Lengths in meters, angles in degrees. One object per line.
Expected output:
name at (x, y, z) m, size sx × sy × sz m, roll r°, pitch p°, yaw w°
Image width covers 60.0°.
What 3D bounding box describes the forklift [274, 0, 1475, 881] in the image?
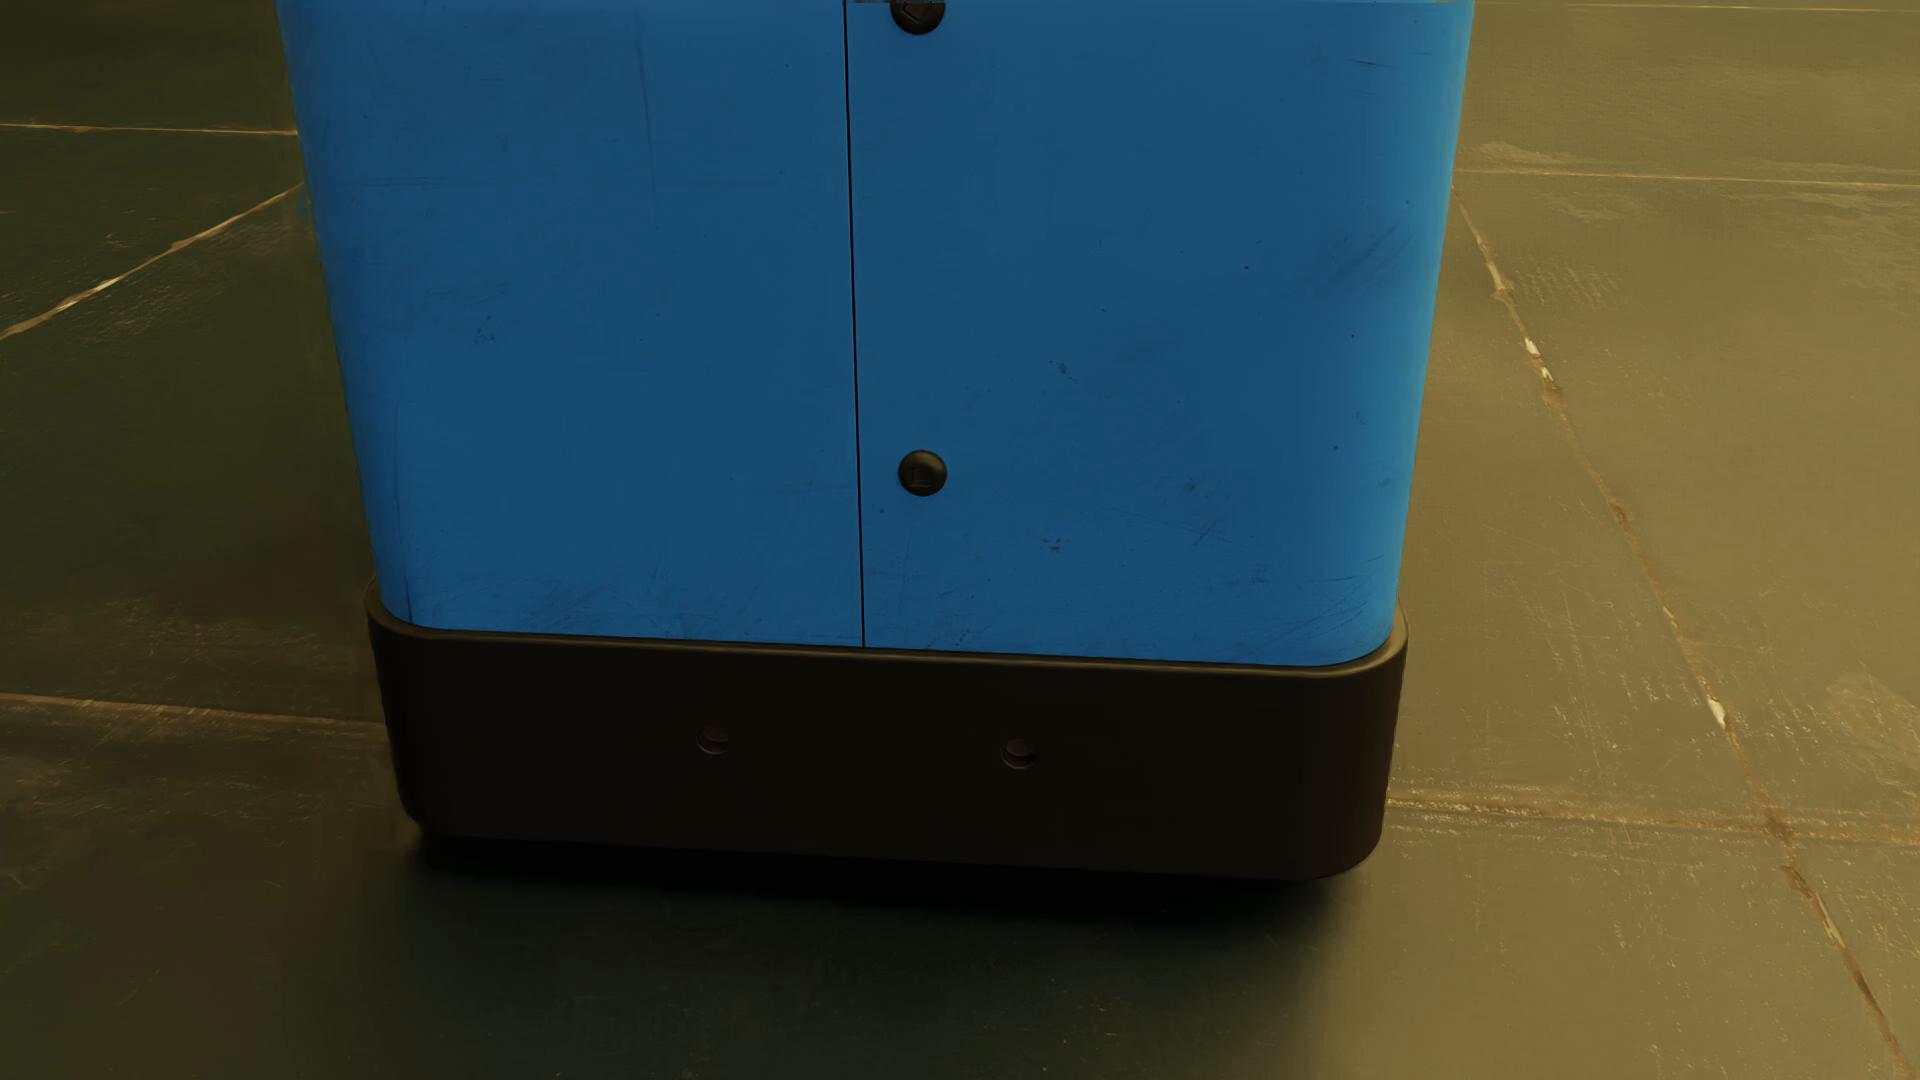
forklift at (0.036, -1.597, 2.417) m, size 1.130 × 2.935 × 3.031 m, roll 2°, pitch 27°, yaw 4°
